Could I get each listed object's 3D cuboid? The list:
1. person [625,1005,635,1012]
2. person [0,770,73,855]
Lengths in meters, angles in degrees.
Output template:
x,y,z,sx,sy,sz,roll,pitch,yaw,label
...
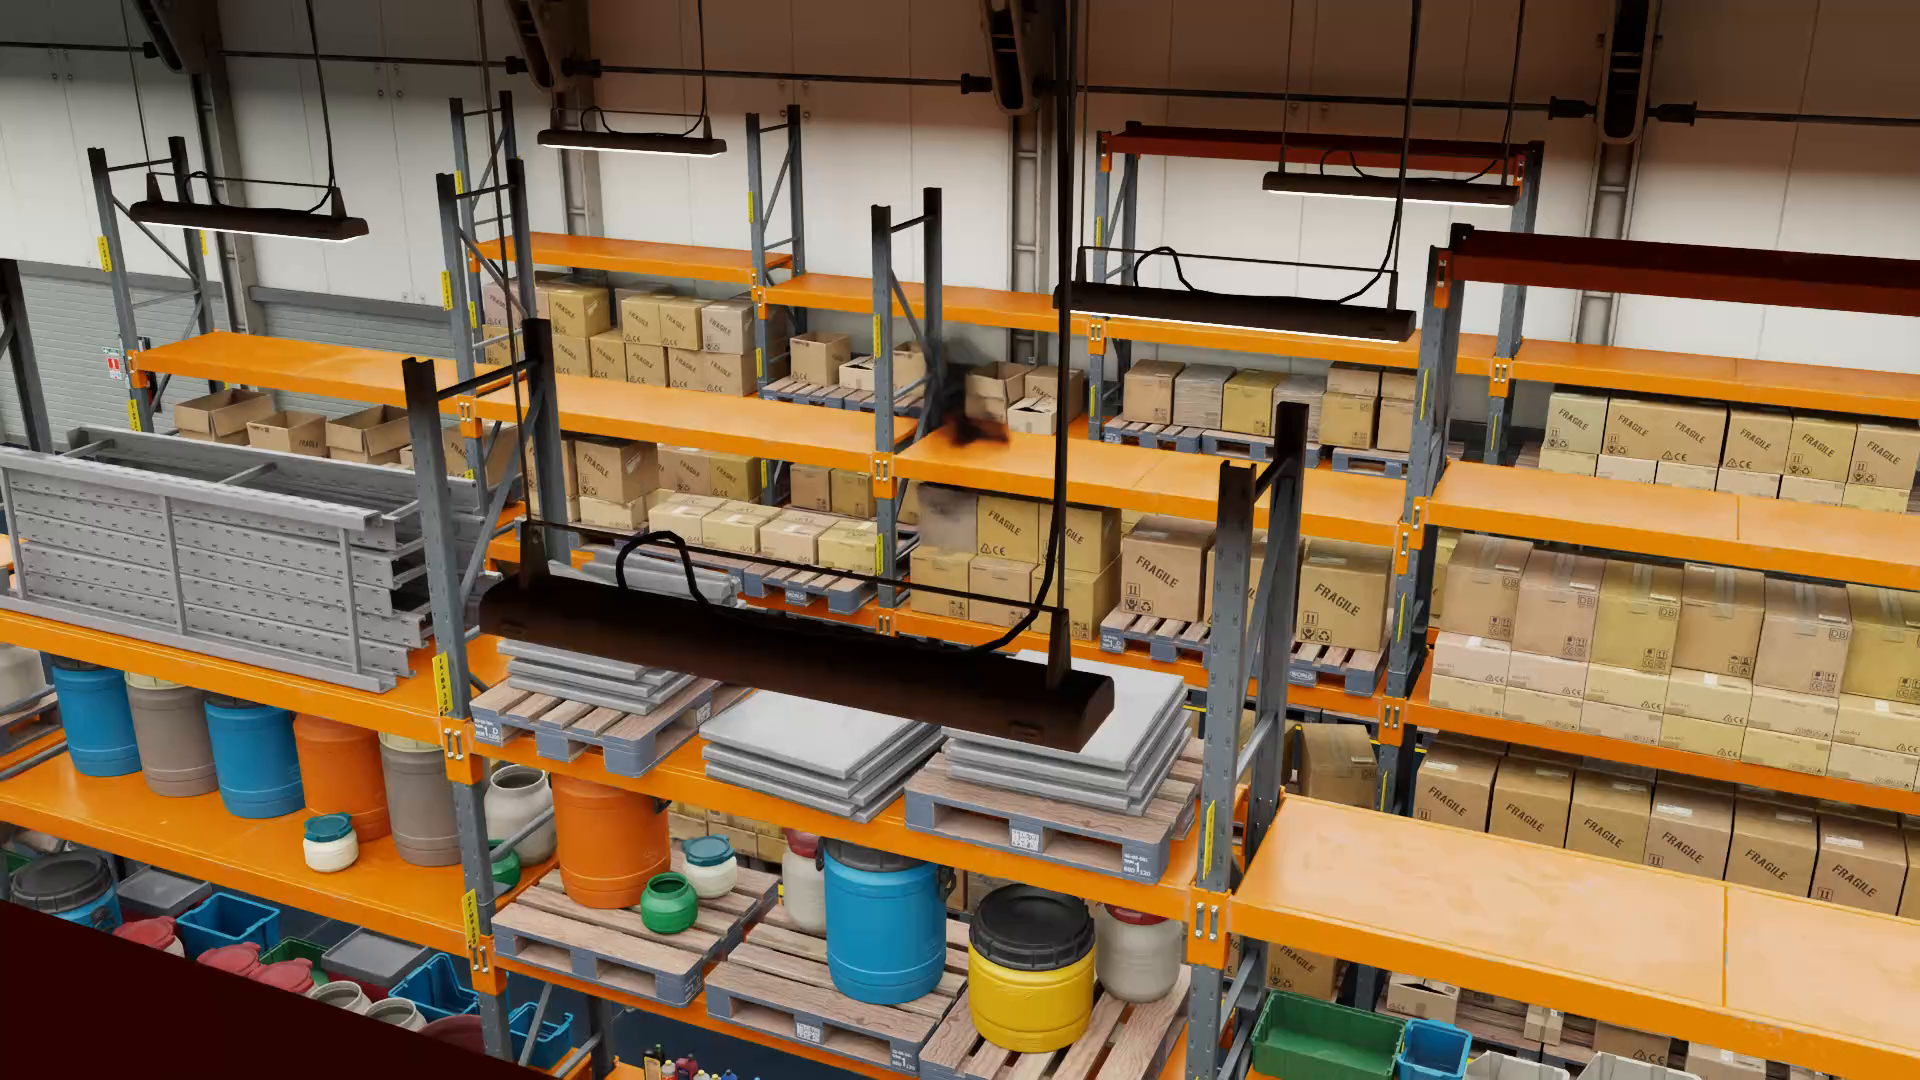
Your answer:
x,y,z,sx,sy,sz,roll,pitch,yaw,label
-2.317,2.738,12.266,0.670,1.774,0.616,8,22,20,person
-8.105,2.259,14.266,0.741,1.691,0.668,3,21,7,person
